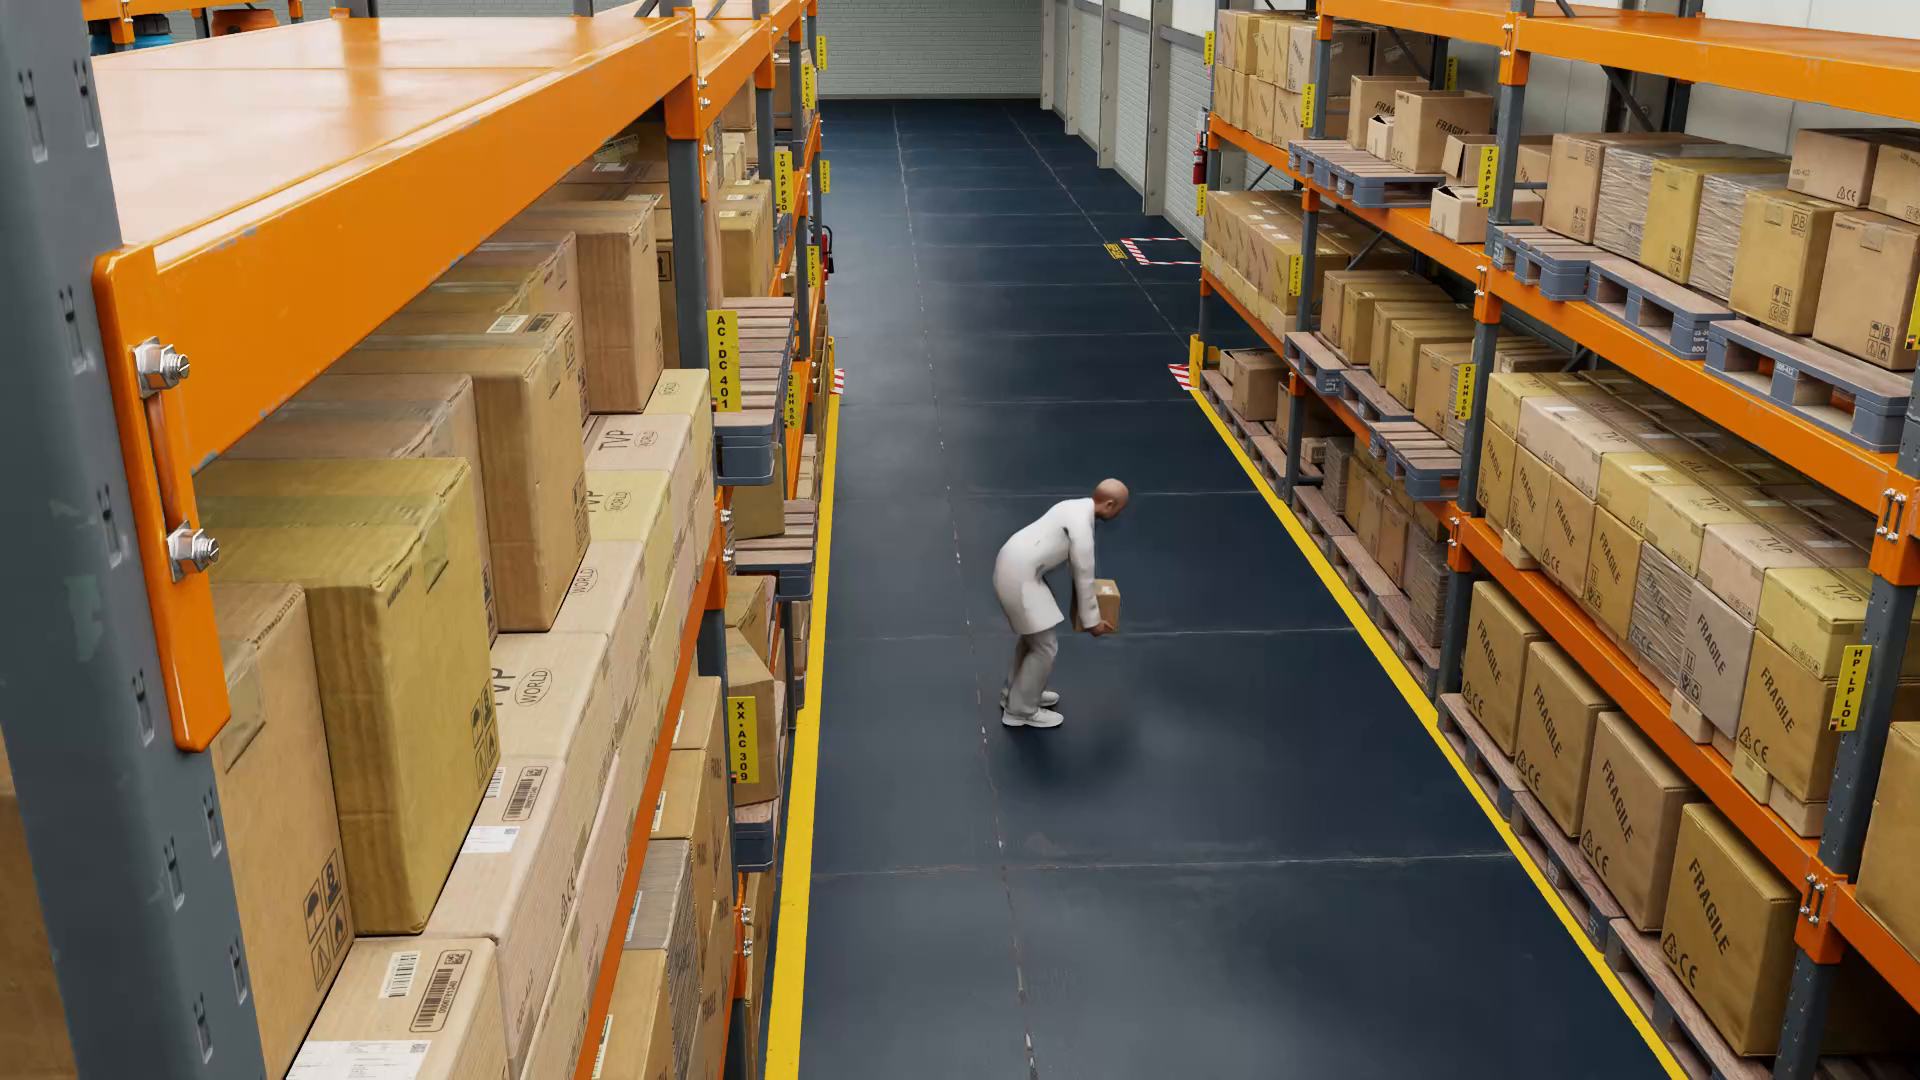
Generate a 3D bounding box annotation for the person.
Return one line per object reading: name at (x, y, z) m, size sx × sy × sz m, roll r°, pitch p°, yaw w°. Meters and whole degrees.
person at (0.600, 0.365, 9.997) m, size 0.805 × 1.510 × 0.555 m, roll -2°, pitch 20°, yaw -4°
